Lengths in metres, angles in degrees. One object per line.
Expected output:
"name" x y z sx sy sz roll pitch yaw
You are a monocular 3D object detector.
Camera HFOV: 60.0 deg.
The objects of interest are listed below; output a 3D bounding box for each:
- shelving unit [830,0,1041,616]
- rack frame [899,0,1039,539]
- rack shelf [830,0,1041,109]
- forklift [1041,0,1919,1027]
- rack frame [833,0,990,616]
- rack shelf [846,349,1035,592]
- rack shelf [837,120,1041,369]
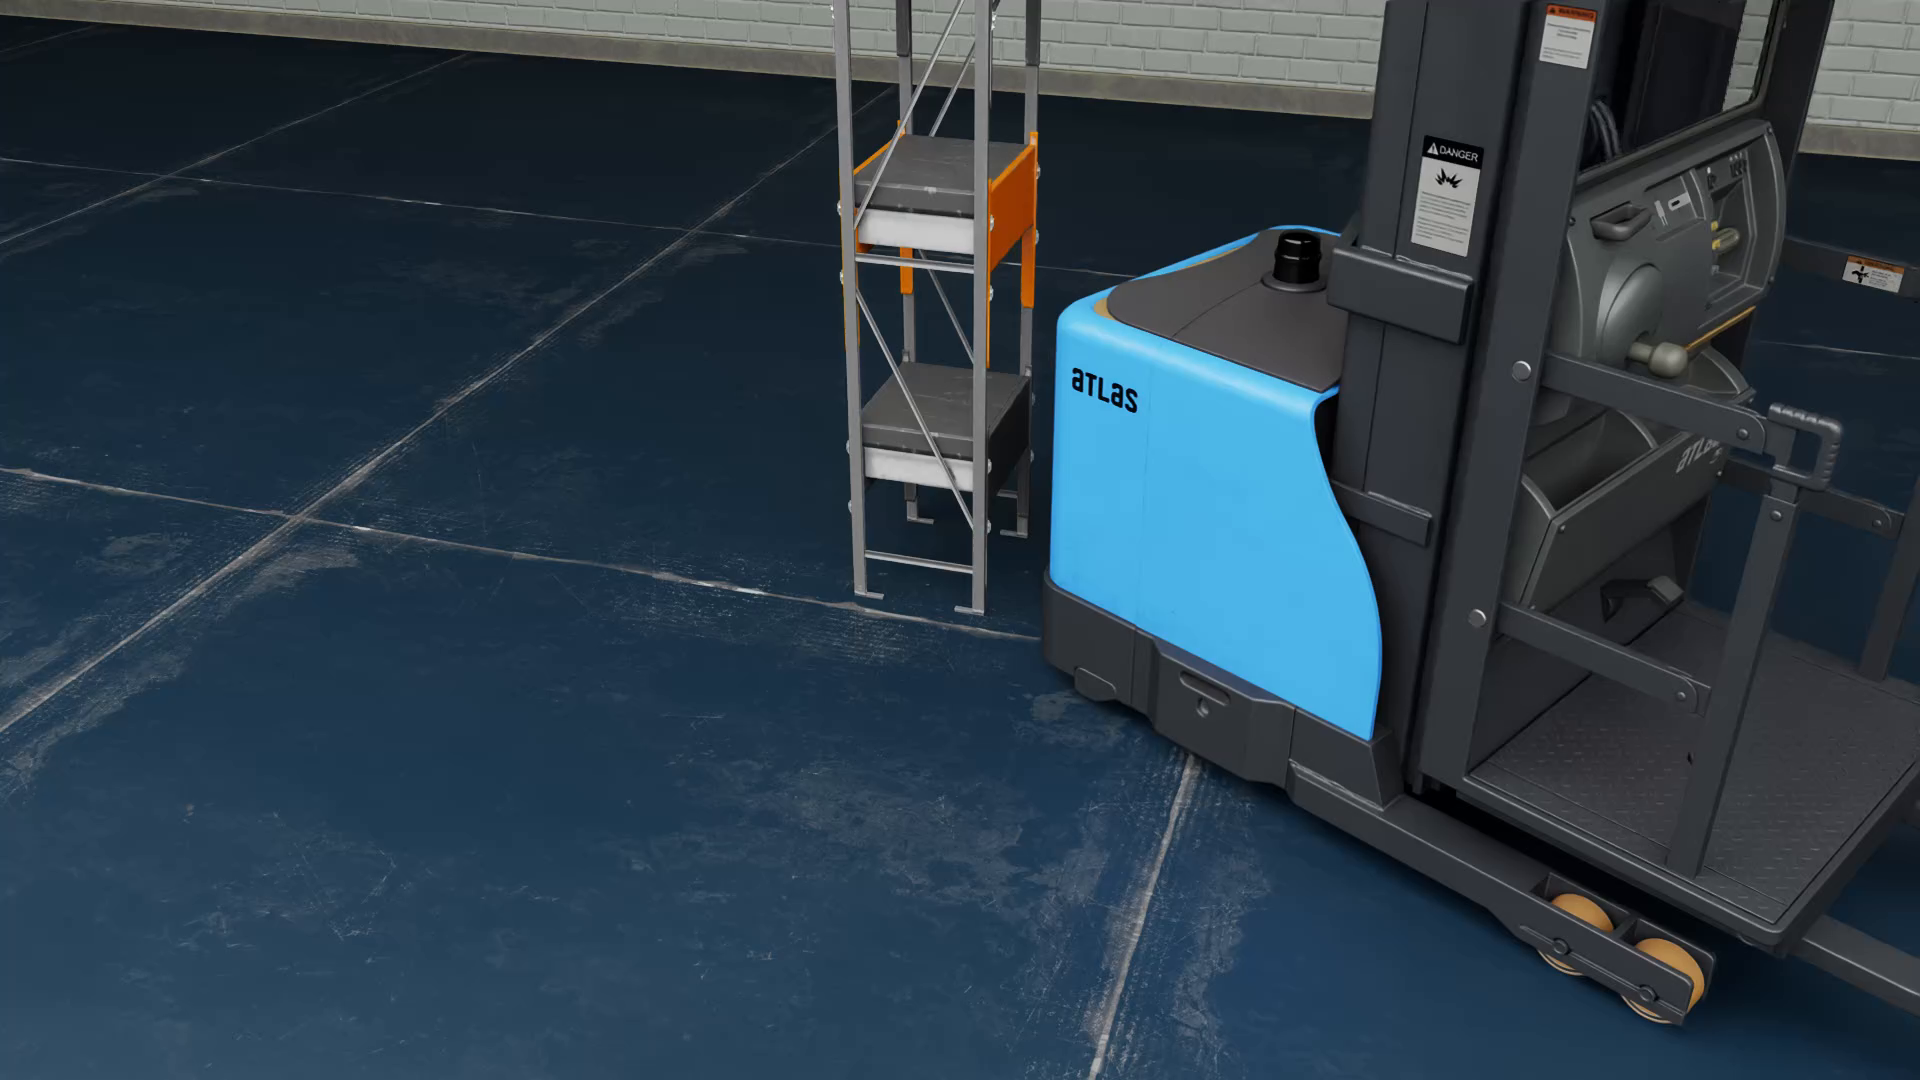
"shelving unit" -0.049 -0.841 4.601 0.431 2.100 0.503 8 30 15
"rack frame" 0.023 -0.954 4.805 0.400 2.100 0.015 8 30 15
"rack shelf" -0.049 -1.440 4.268 0.431 0.518 0.480 8 30 15
"forklift" 1.612 -0.566 3.253 1.130 2.935 3.031 -25 38 -38
"rack frame" -0.120 -0.727 4.397 0.400 2.100 0.015 8 30 15
"rack shelf" -0.049 -0.217 4.948 0.431 0.518 0.480 8 30 15
"rack shelf" -0.049 -0.829 4.608 0.431 0.518 0.480 8 30 15
